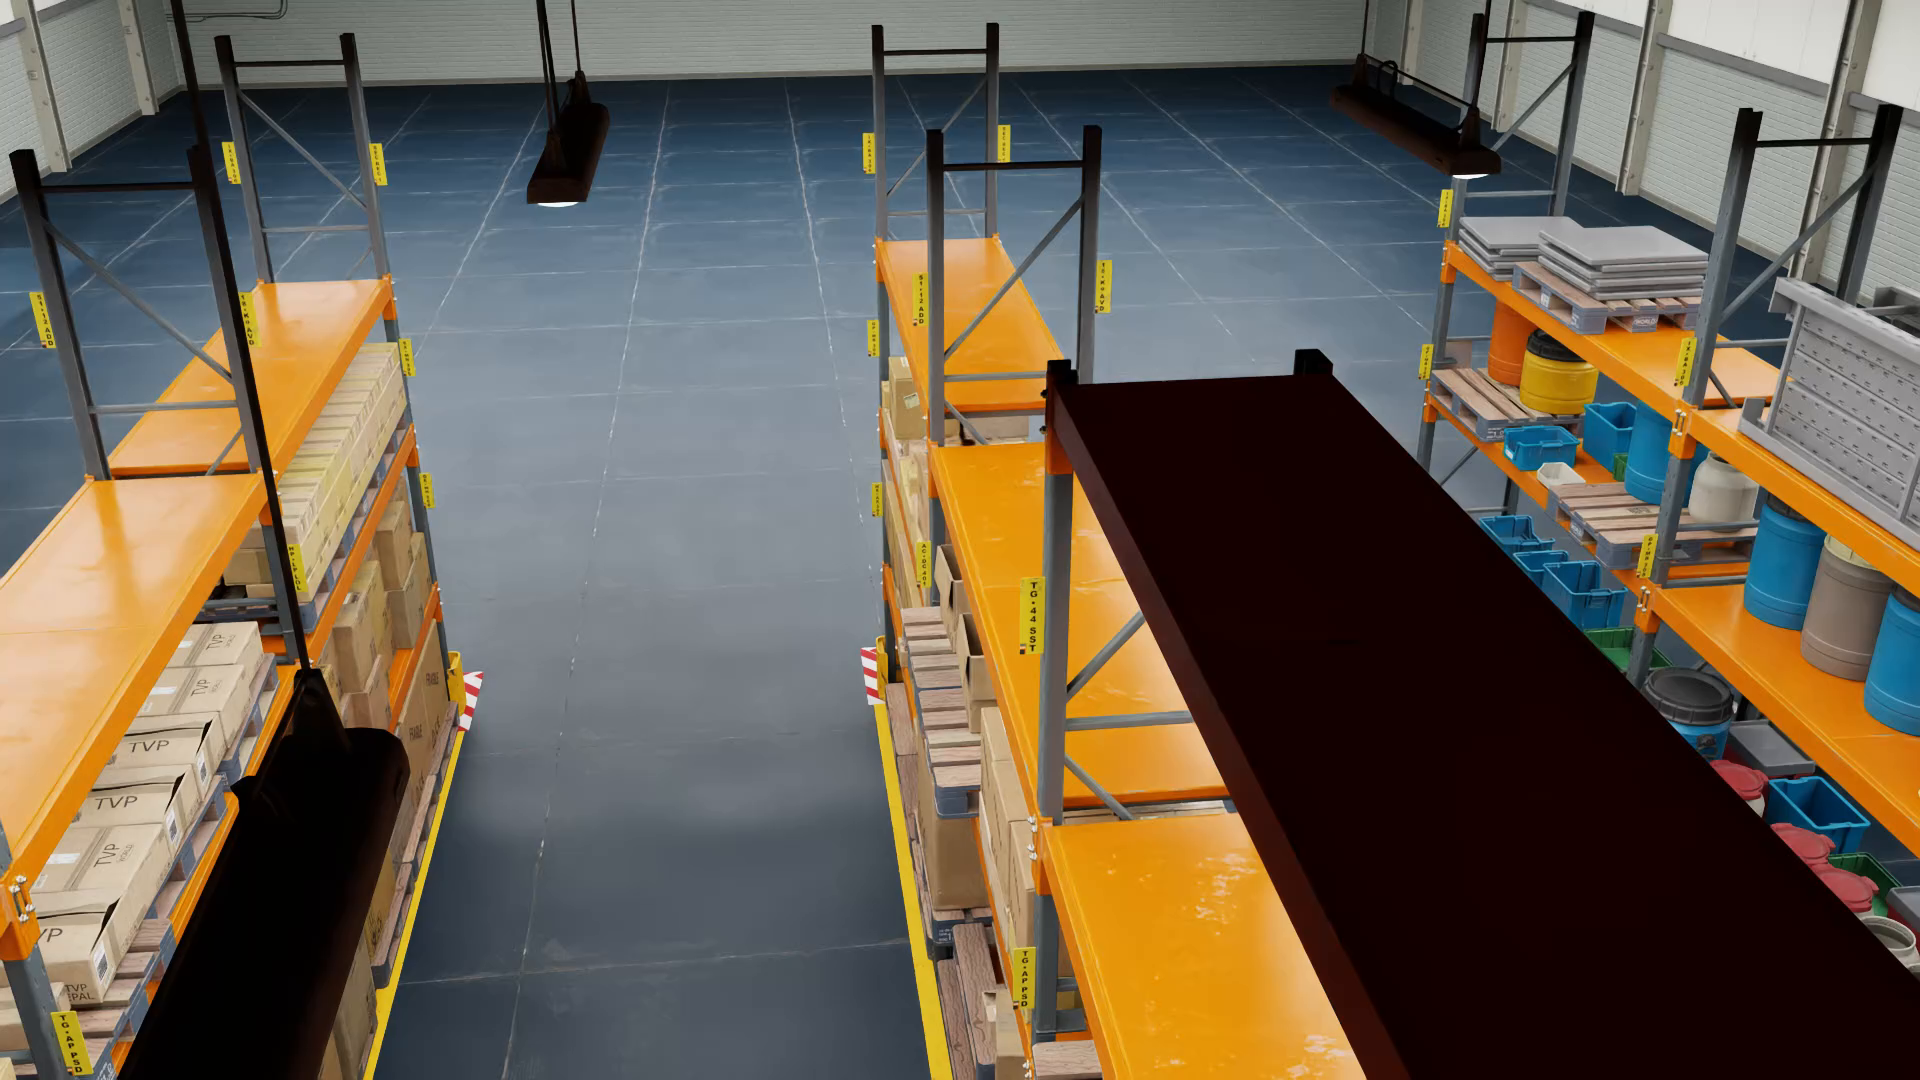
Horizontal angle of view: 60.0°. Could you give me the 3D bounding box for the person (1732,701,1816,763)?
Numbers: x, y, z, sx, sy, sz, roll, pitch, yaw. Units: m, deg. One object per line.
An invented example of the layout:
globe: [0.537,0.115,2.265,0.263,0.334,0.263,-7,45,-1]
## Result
person: [7.213,1.021,14.383,0.619,1.658,1.126,-15,29,-29]
